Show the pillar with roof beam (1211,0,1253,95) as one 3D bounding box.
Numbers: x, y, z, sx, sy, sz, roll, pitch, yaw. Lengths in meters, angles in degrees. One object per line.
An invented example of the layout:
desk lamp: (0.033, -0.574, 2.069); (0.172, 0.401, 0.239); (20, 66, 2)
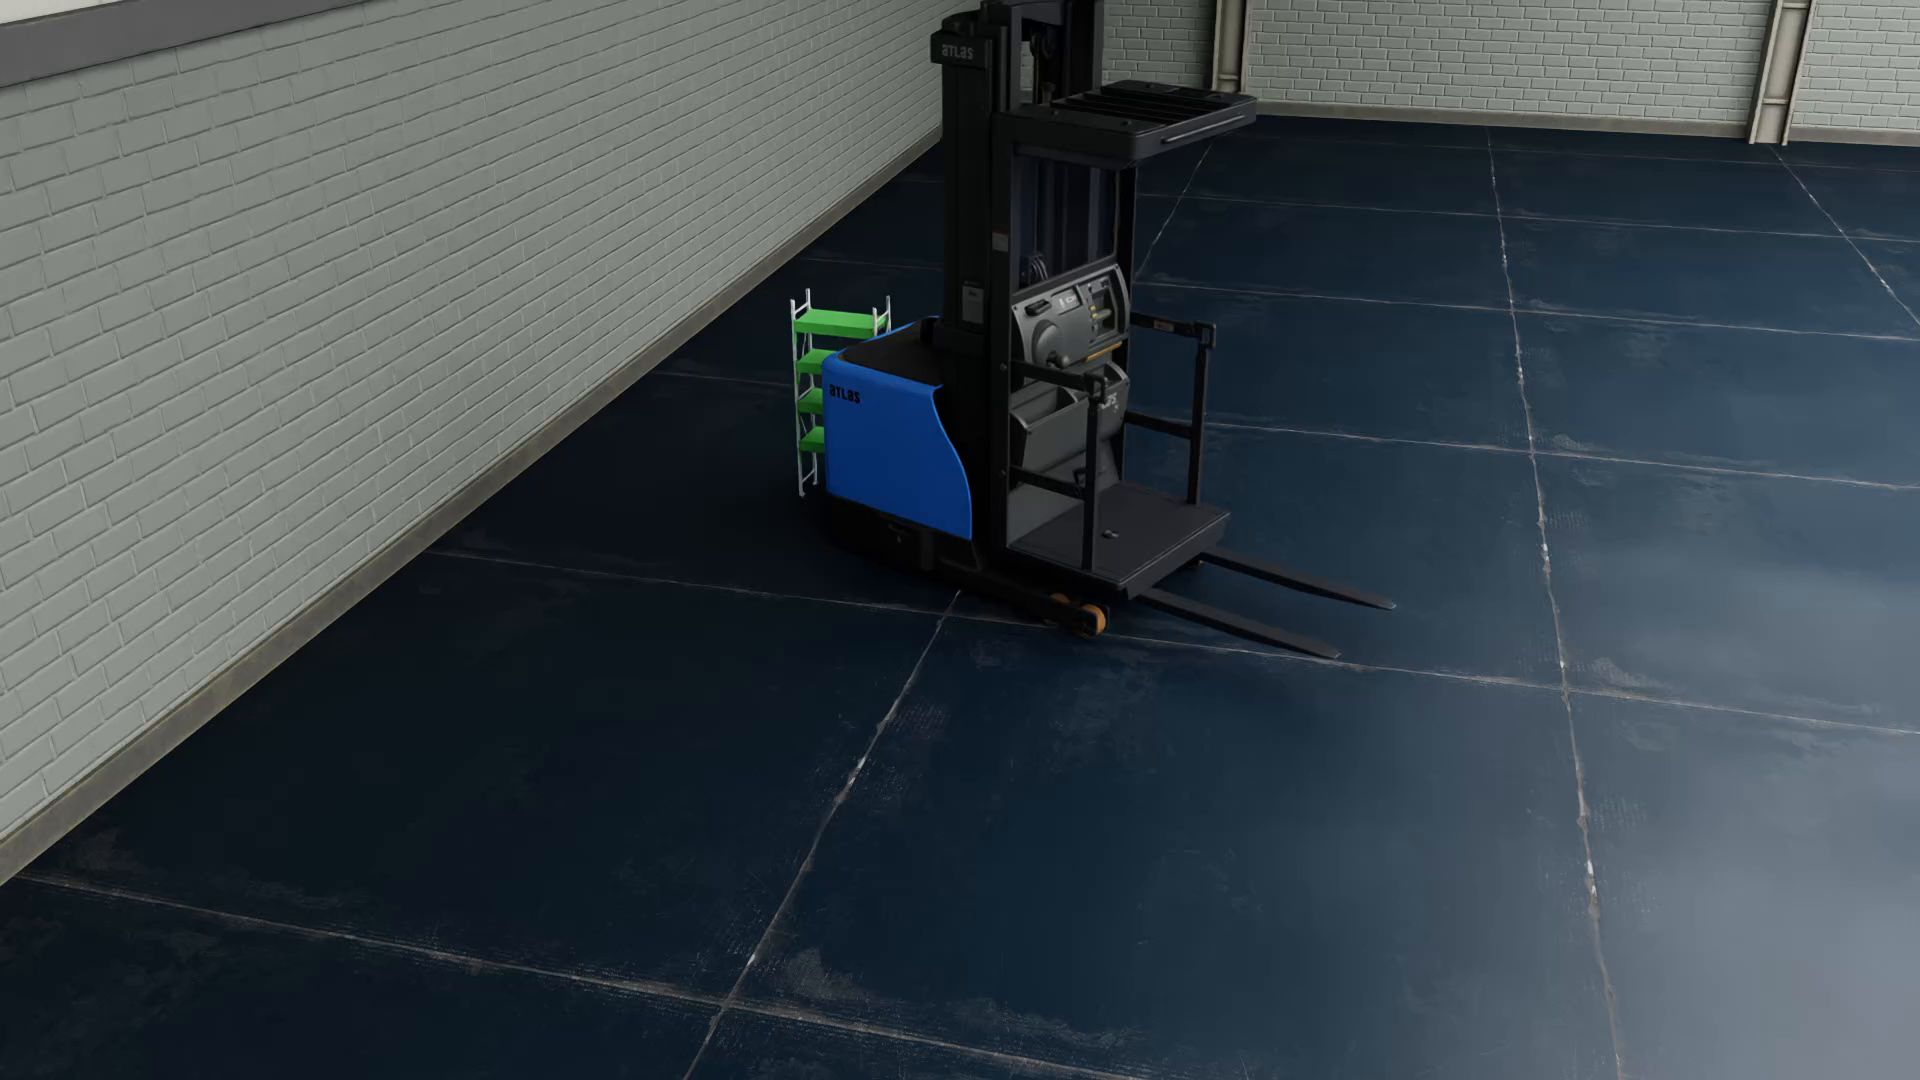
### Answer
pillar with roof beam: (2.140, -7.379, 14.280); (0.400, 9.000, 9.100); (6, 26, 13)

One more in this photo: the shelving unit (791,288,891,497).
shelving unit: (-0.669, -0.812, 9.559); (0.503, 1.200, 0.258); (8, 27, 16)

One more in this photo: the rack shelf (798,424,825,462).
rack shelf: (-0.669, -0.537, 9.690); (0.480, 0.148, 0.258); (8, 27, 16)

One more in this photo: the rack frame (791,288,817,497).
rack frame: (-0.901, -0.844, 9.628); (0.015, 1.200, 0.240); (8, 27, 16)

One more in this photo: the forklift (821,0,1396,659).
forklift: (0.722, -1.094, 8.139); (3.031, 2.935, 1.130); (19, 31, 34)

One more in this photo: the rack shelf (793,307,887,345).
rack shelf: (-0.669, -1.187, 9.380); (0.480, 0.148, 0.258); (8, 27, 16)

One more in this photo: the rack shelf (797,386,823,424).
rack shelf: (-0.669, -0.754, 9.587); (0.480, 0.148, 0.258); (8, 27, 16)

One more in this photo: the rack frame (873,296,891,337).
rack frame: (-0.437, -0.779, 9.491); (0.015, 1.200, 0.240); (8, 27, 16)

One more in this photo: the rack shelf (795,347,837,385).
rack shelf: (-0.669, -0.971, 9.484); (0.480, 0.148, 0.258); (8, 27, 16)

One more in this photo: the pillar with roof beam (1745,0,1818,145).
pillar with roof beam: (7.950, -6.736, 12.931); (0.400, 9.000, 9.100); (6, 26, 13)
